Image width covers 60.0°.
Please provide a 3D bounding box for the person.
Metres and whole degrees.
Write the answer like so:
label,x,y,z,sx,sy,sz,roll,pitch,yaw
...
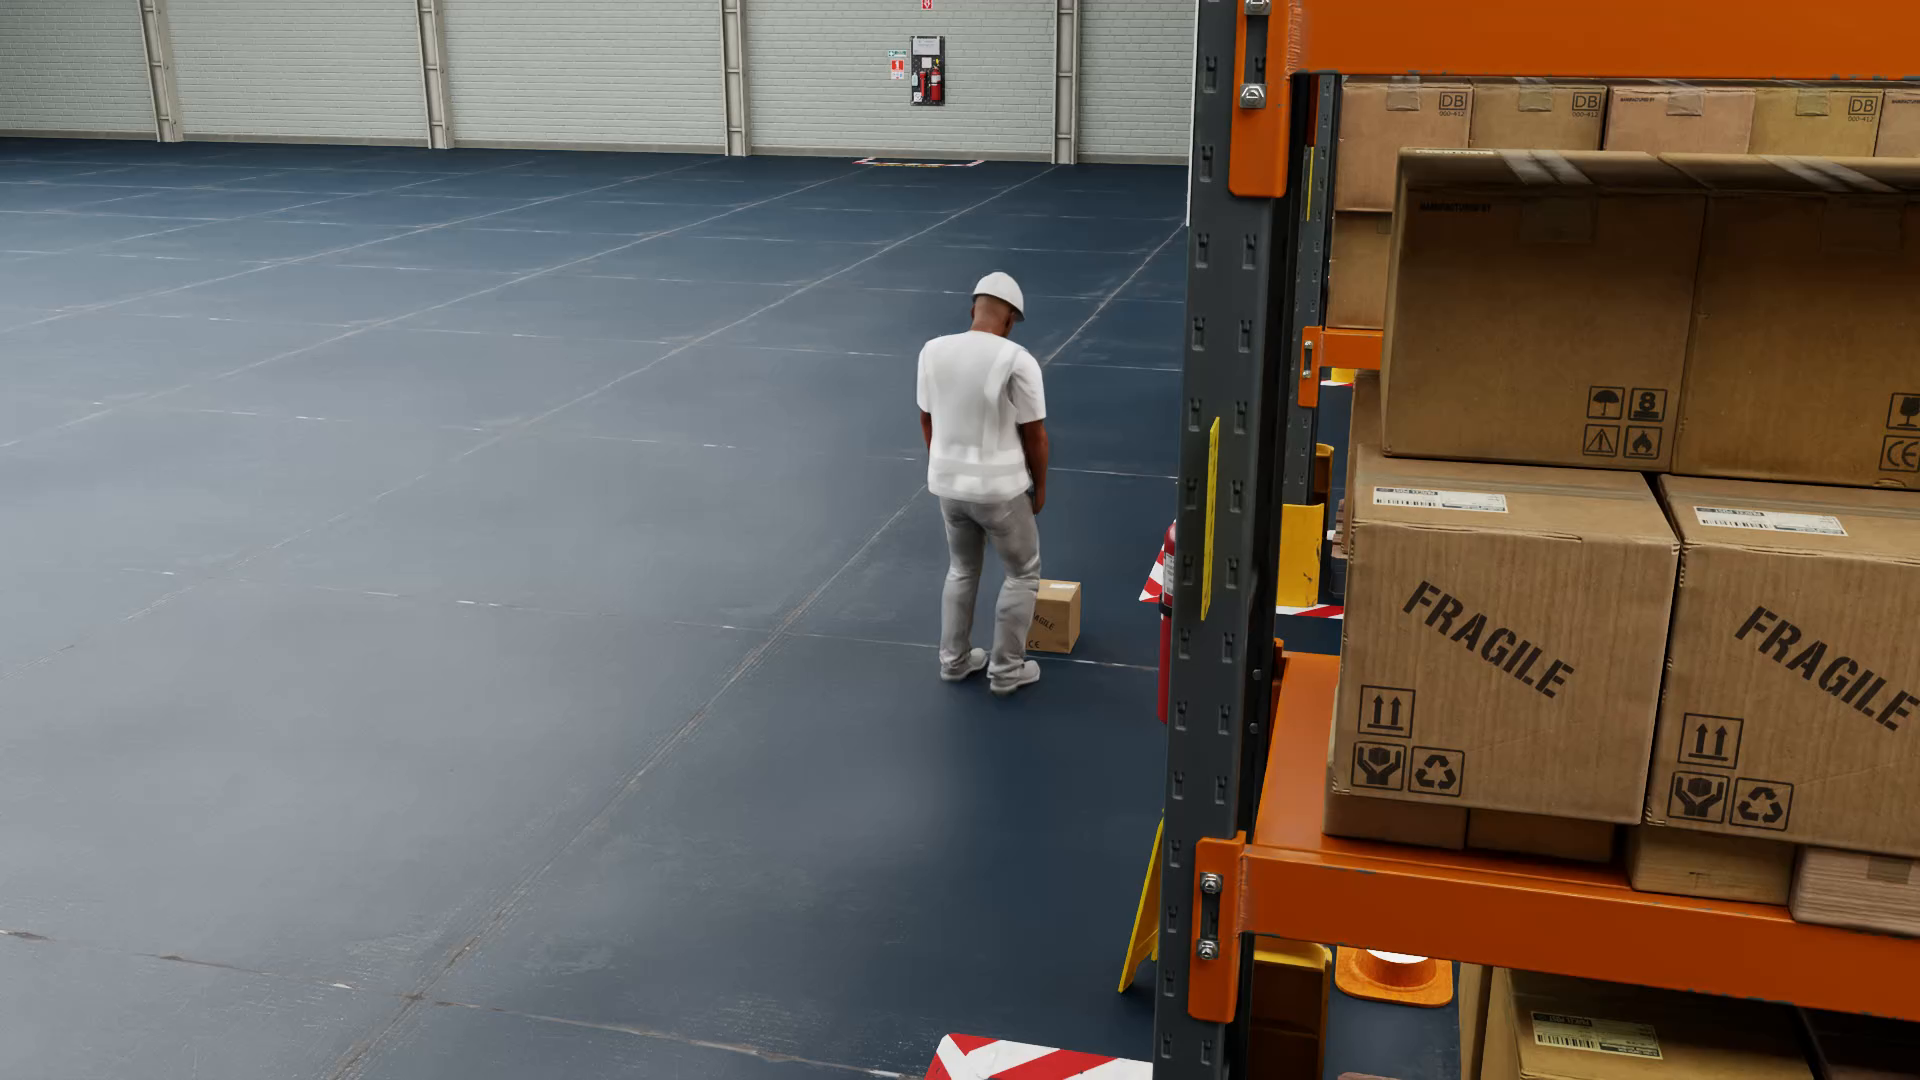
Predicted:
label,x,y,z,sx,sy,sz,roll,pitch,yaw
person,0.100,-0.232,6.825,0.595,1.707,0.472,12,22,32
